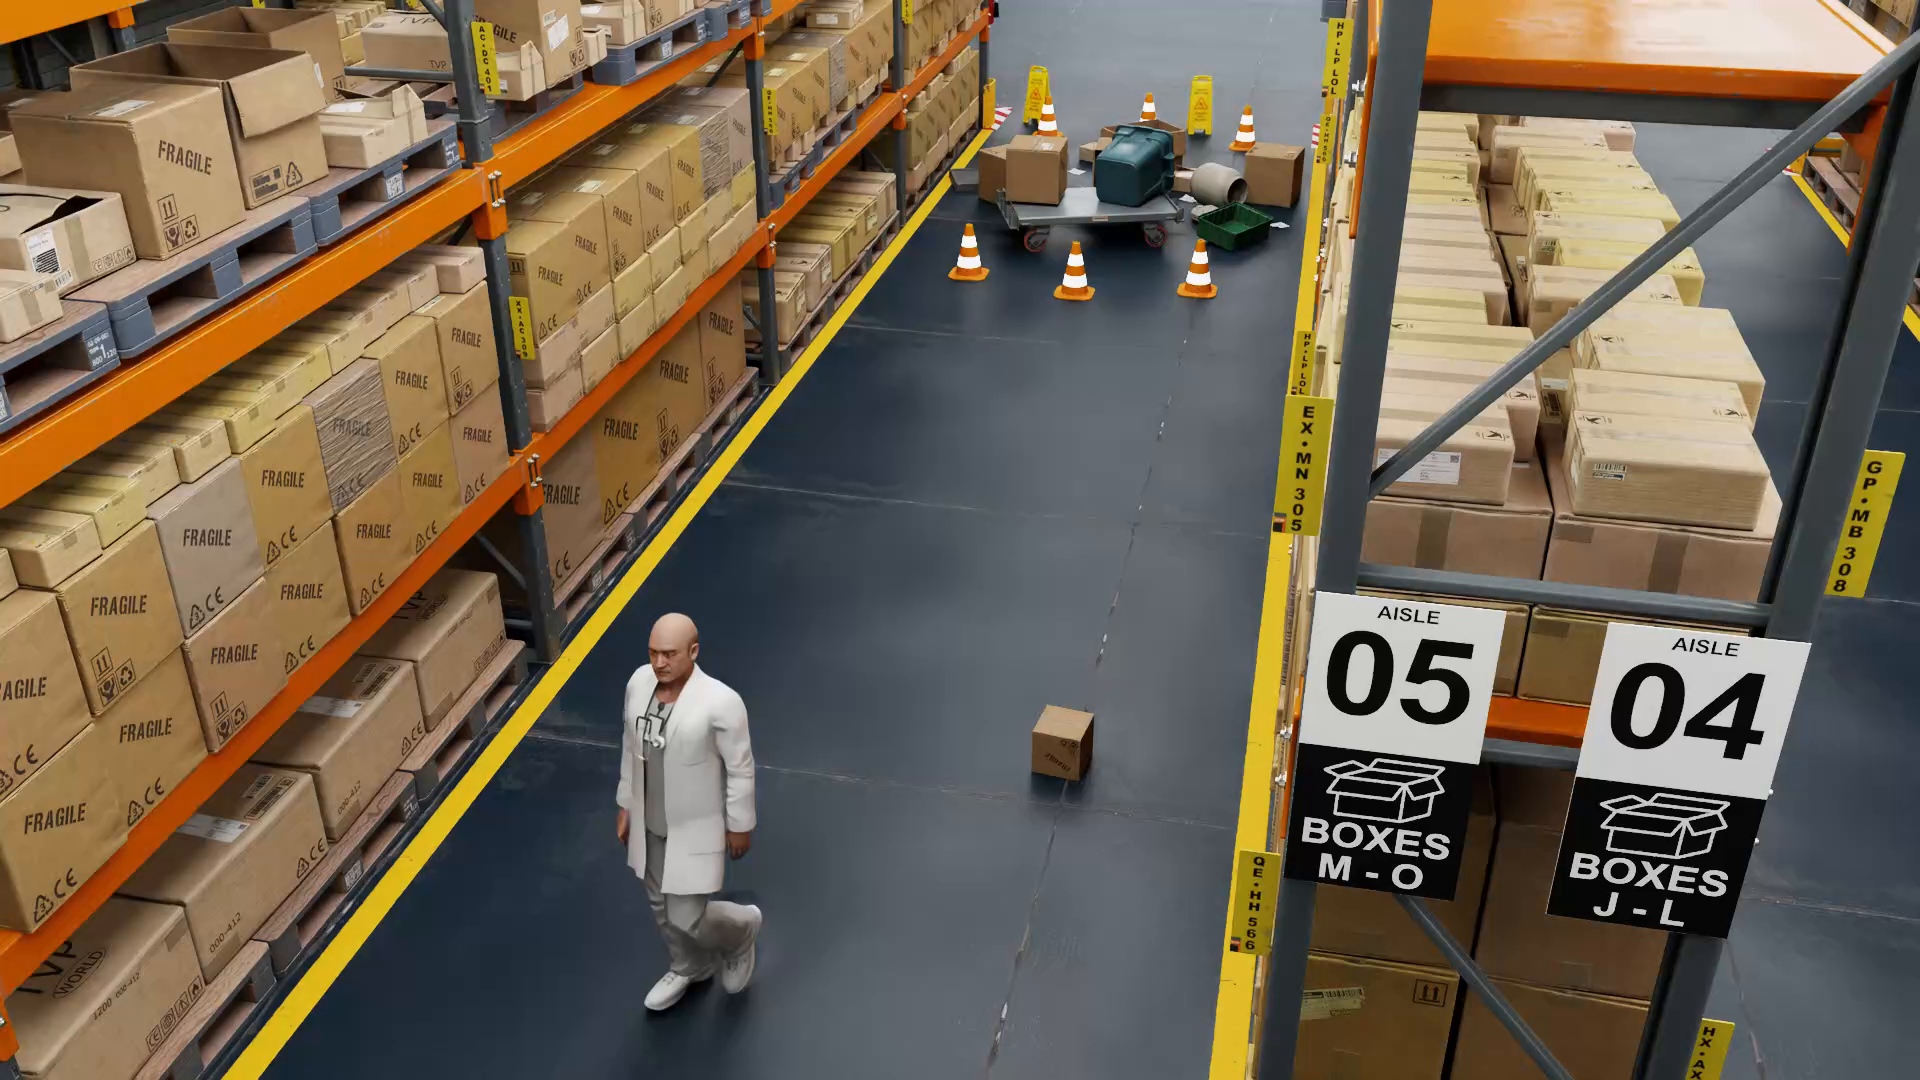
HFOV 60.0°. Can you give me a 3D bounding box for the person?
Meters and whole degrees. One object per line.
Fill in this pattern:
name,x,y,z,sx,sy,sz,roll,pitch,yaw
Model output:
person,-1.129,1.124,6.535,0.589,1.796,0.493,17,33,28
